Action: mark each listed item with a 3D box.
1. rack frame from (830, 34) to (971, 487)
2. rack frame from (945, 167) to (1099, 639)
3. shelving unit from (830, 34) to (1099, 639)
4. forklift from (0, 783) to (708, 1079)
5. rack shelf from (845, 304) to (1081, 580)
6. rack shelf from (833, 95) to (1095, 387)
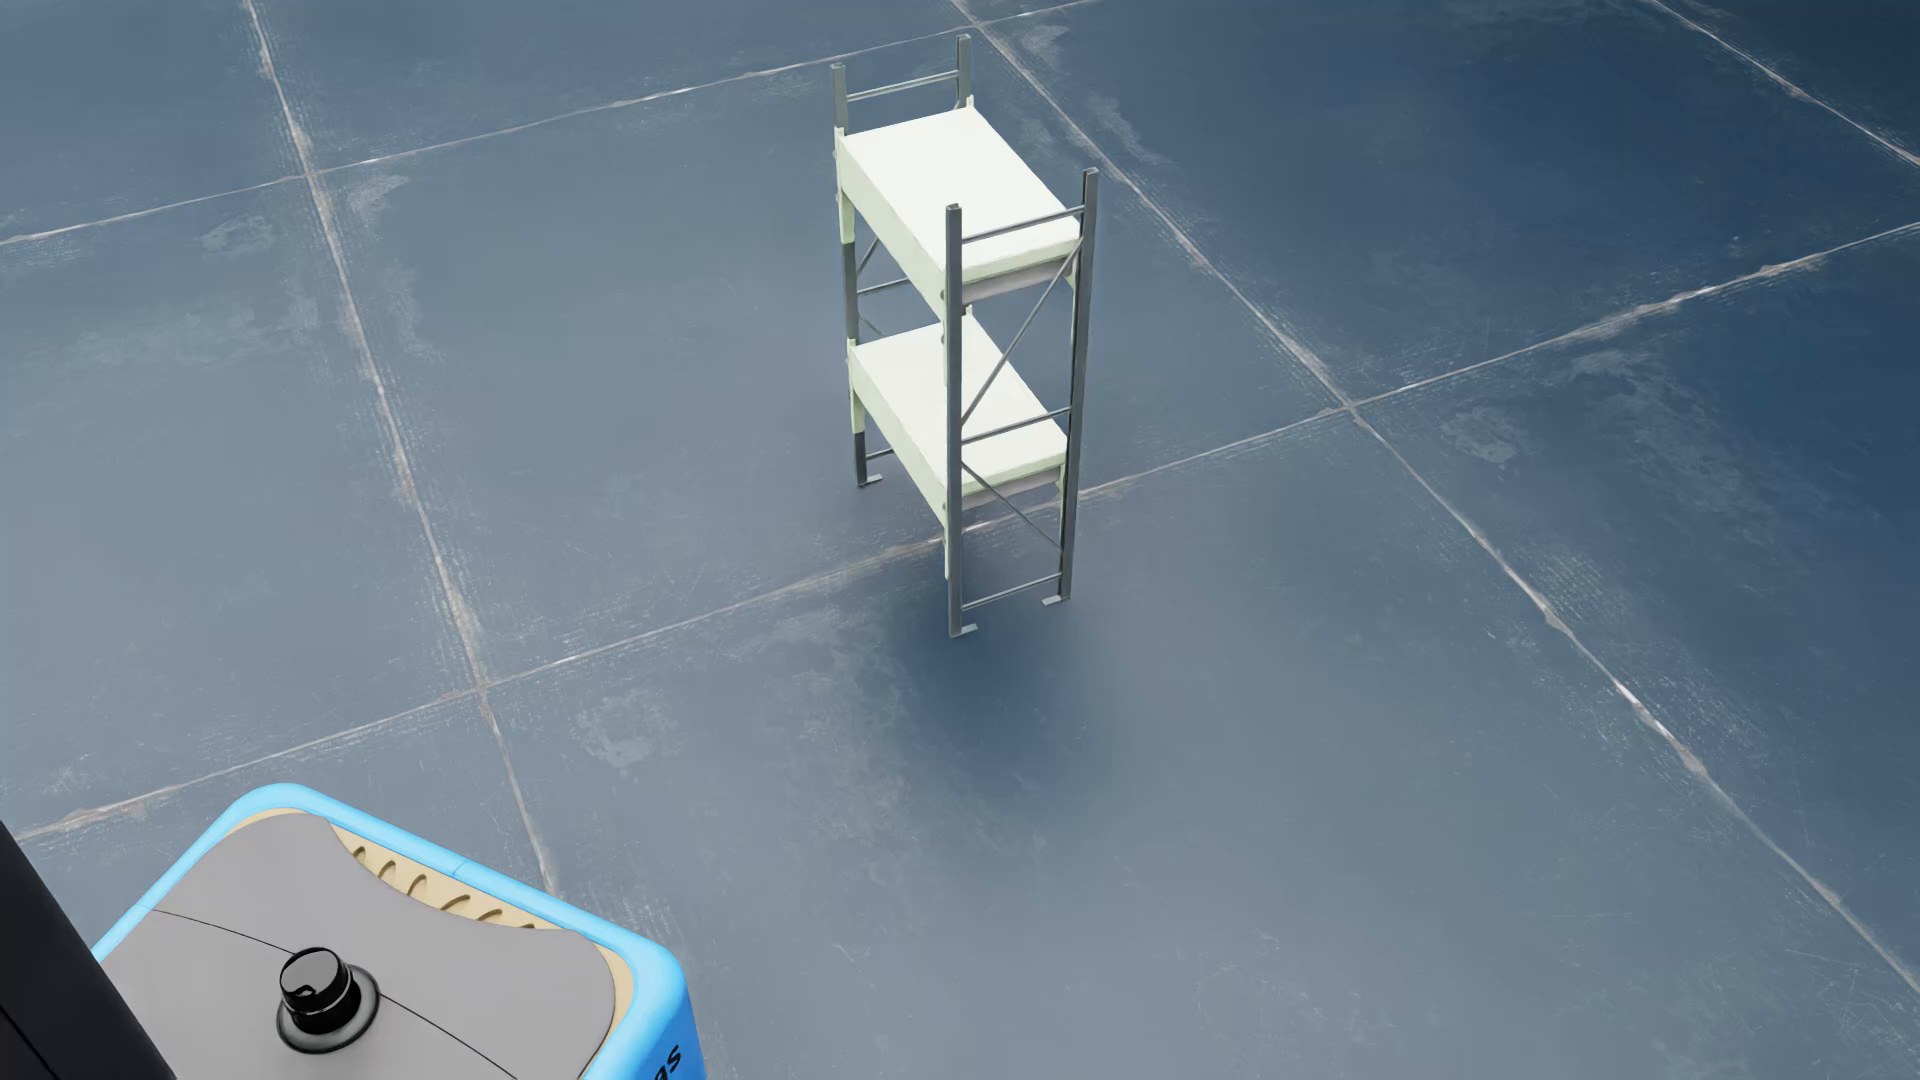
[{"bbox_3d":[-0.157,-0.771,4.964,0.400,1.500,0.023,-18,47,-17],"label":"rack frame"},{"bbox_3d":[0.151,-0.305,4.491,0.400,1.500,0.023,-18,47,-17],"label":"rack frame"},{"bbox_3d":[-0.003,-0.538,4.728,0.431,1.500,0.755,-18,47,-17],"label":"shelving unit"},{"bbox_3d":[-1.567,1.257,1.889,1.130,2.935,3.031,19,48,18],"label":"forklift"},{"bbox_3d":[-0.003,-0.306,4.957,0.431,0.370,0.720,-18,47,-17],"label":"rack shelf"},{"bbox_3d":[-0.003,-0.816,4.453,0.431,0.370,0.720,-18,47,-17],"label":"rack shelf"}]
